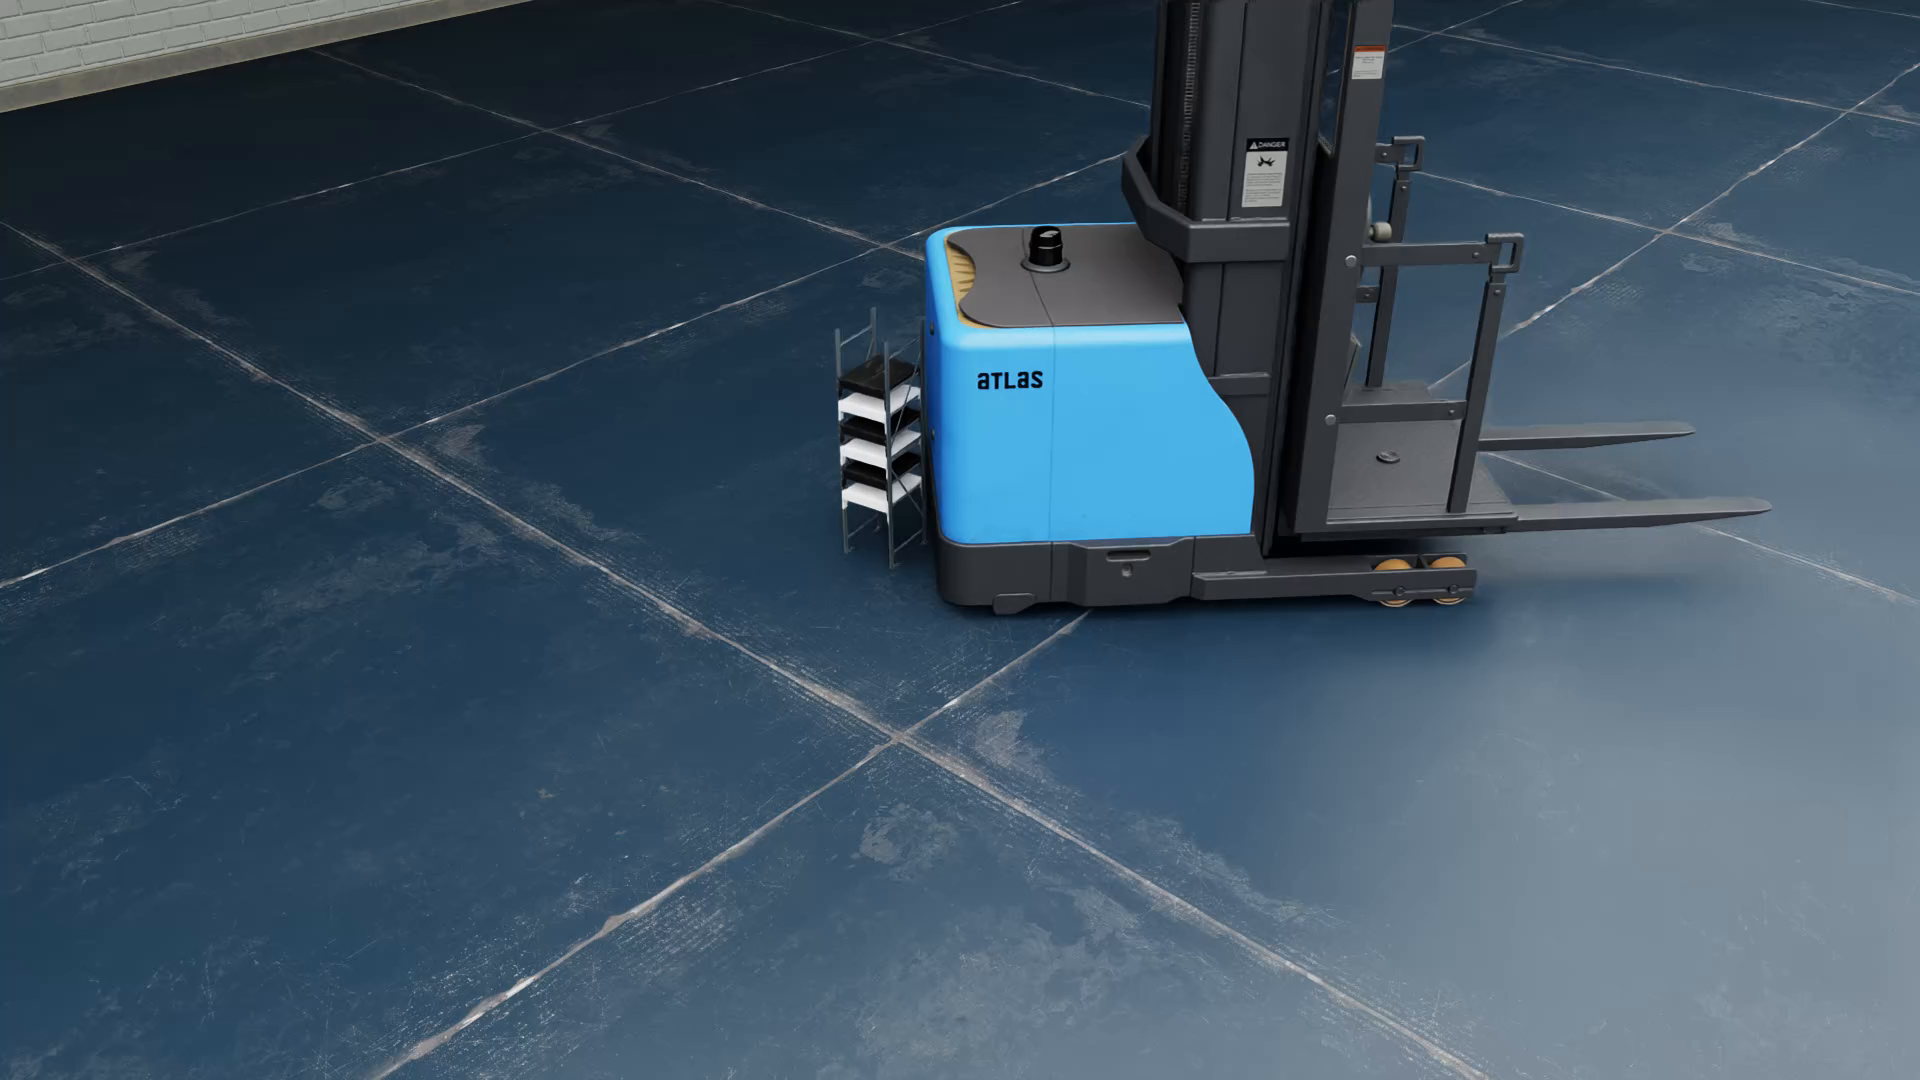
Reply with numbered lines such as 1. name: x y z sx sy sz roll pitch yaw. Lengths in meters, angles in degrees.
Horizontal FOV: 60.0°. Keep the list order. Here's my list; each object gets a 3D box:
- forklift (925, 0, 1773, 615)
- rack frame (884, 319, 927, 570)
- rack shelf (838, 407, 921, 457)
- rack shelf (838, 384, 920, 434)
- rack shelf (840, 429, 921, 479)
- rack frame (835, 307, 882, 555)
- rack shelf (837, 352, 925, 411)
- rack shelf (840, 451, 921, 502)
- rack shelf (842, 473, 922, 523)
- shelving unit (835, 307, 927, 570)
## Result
1. forklift: 1.404 -1.291 5.552 3.031 2.935 1.130 -2 31 -4
2. rack frame: -0.191 -0.329 5.924 0.006 0.900 0.240 18 35 27
3. rack shelf: -0.278 -0.405 5.941 0.200 0.077 0.258 18 35 27
4. rack shelf: -0.278 -0.482 5.894 0.200 0.077 0.258 18 35 27
5. rack shelf: -0.278 -0.328 5.987 0.200 0.077 0.258 18 35 27
6. rack frame: -0.364 -0.384 6.016 0.006 0.900 0.240 18 35 27
7. rack shelf: -0.278 -0.559 5.848 0.200 0.077 0.258 18 35 27
8. rack shelf: -0.278 -0.251 6.033 0.200 0.077 0.258 18 35 27
9. rack shelf: -0.278 -0.174 6.080 0.200 0.077 0.258 18 35 27
10. shelving unit: -0.278 -0.357 5.970 0.210 0.900 0.258 18 35 27
